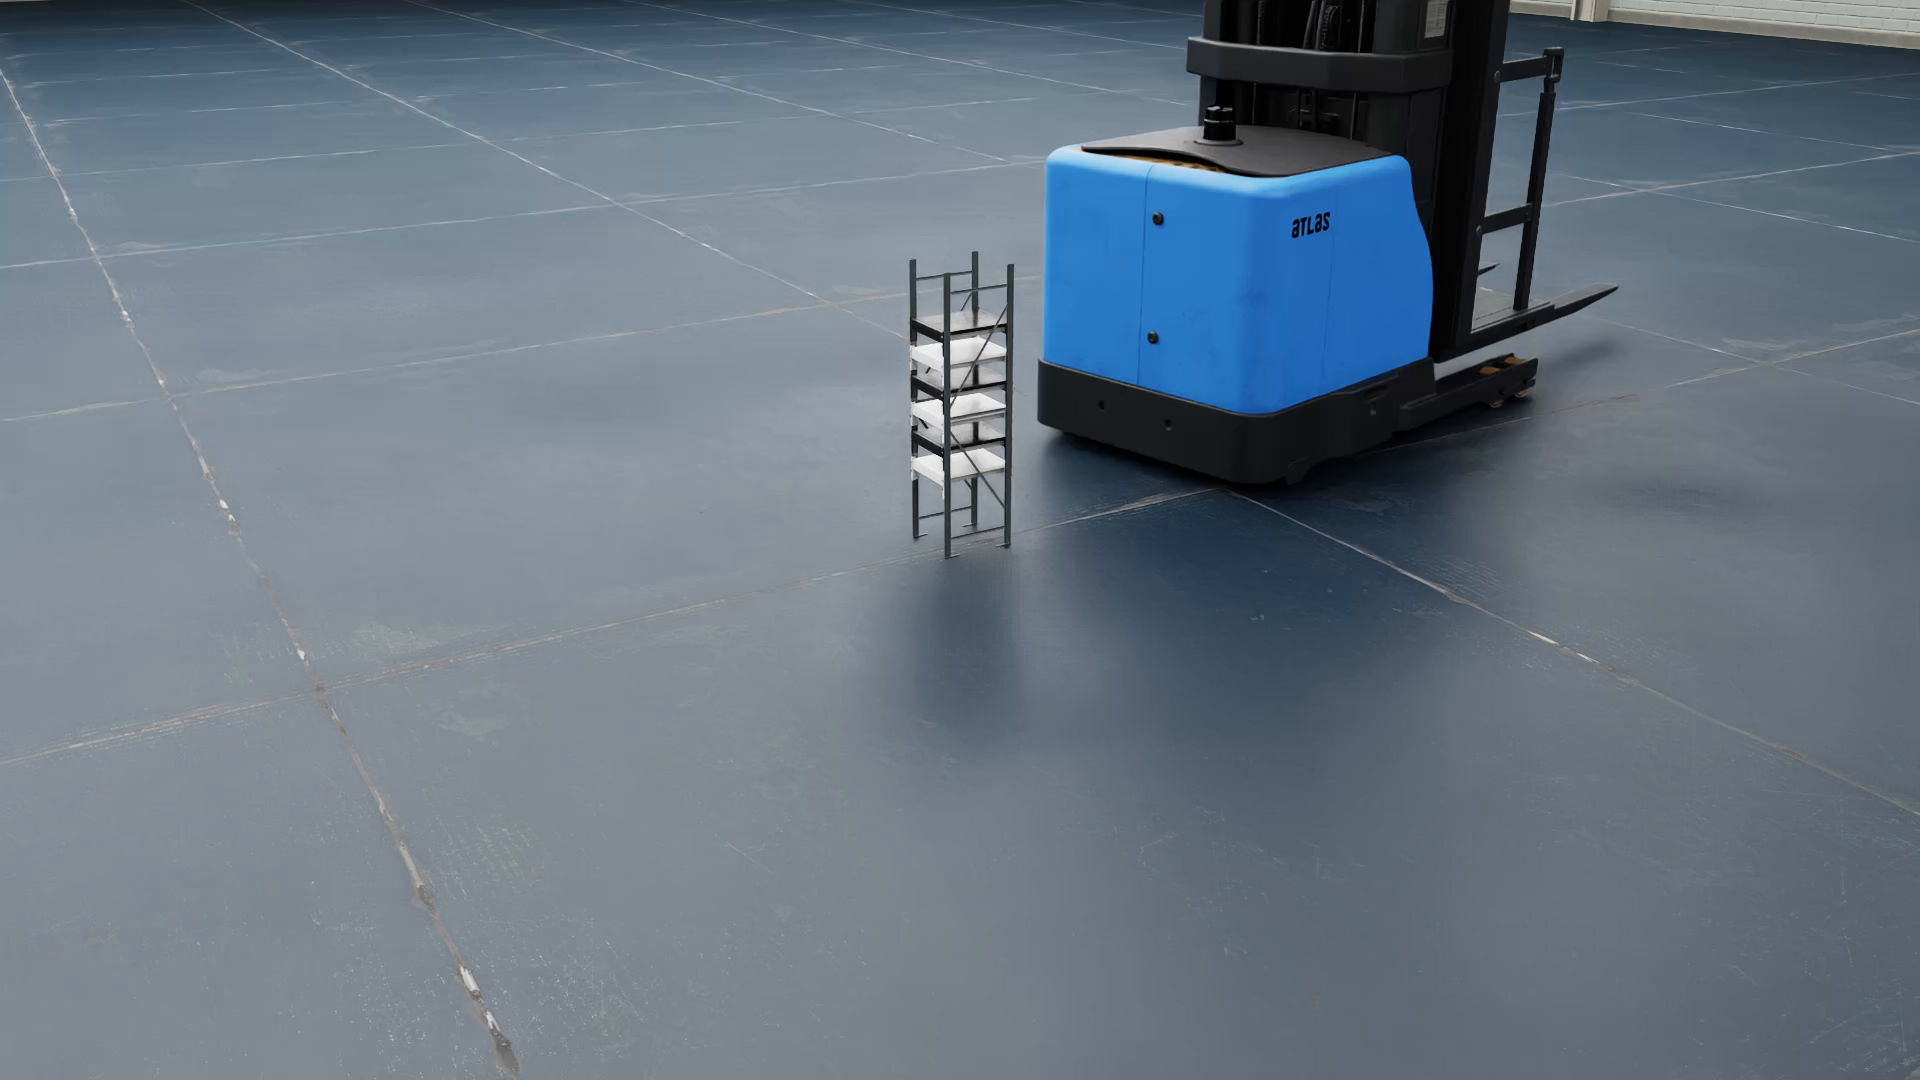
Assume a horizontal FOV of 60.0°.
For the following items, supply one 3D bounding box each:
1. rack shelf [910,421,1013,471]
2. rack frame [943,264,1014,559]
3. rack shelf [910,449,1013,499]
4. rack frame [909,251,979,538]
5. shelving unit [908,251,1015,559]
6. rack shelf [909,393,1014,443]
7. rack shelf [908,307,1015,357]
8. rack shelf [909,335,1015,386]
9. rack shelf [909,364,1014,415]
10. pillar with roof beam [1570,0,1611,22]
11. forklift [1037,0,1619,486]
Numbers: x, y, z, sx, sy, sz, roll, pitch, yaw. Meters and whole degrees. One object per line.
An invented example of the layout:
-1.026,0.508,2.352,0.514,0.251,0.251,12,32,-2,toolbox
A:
0.004,-0.300,5.182,0.258,0.077,0.200,-13,25,-28,rack shelf
0.056,-0.381,5.055,0.240,0.900,0.006,-13,25,-28,rack frame
0.004,-0.217,5.216,0.258,0.077,0.200,-13,25,-28,rack shelf
-0.048,-0.447,5.217,0.240,0.900,0.006,-13,25,-28,rack frame
0.004,-0.414,5.136,0.258,0.900,0.210,-13,25,-28,shelving unit
0.004,-0.383,5.148,0.258,0.077,0.200,-13,25,-28,rack shelf
0.004,-0.633,5.046,0.258,0.077,0.200,-13,25,-28,rack shelf
0.004,-0.550,5.080,0.258,0.077,0.200,-13,25,-28,rack shelf
0.004,-0.467,5.114,0.258,0.077,0.200,-13,25,-28,rack shelf
4.992,-10.522,19.248,9.100,9.000,0.400,-13,25,-28,pillar with roof beam
1.691,-2.002,6.344,3.031,2.935,1.130,-20,30,-41,forklift
